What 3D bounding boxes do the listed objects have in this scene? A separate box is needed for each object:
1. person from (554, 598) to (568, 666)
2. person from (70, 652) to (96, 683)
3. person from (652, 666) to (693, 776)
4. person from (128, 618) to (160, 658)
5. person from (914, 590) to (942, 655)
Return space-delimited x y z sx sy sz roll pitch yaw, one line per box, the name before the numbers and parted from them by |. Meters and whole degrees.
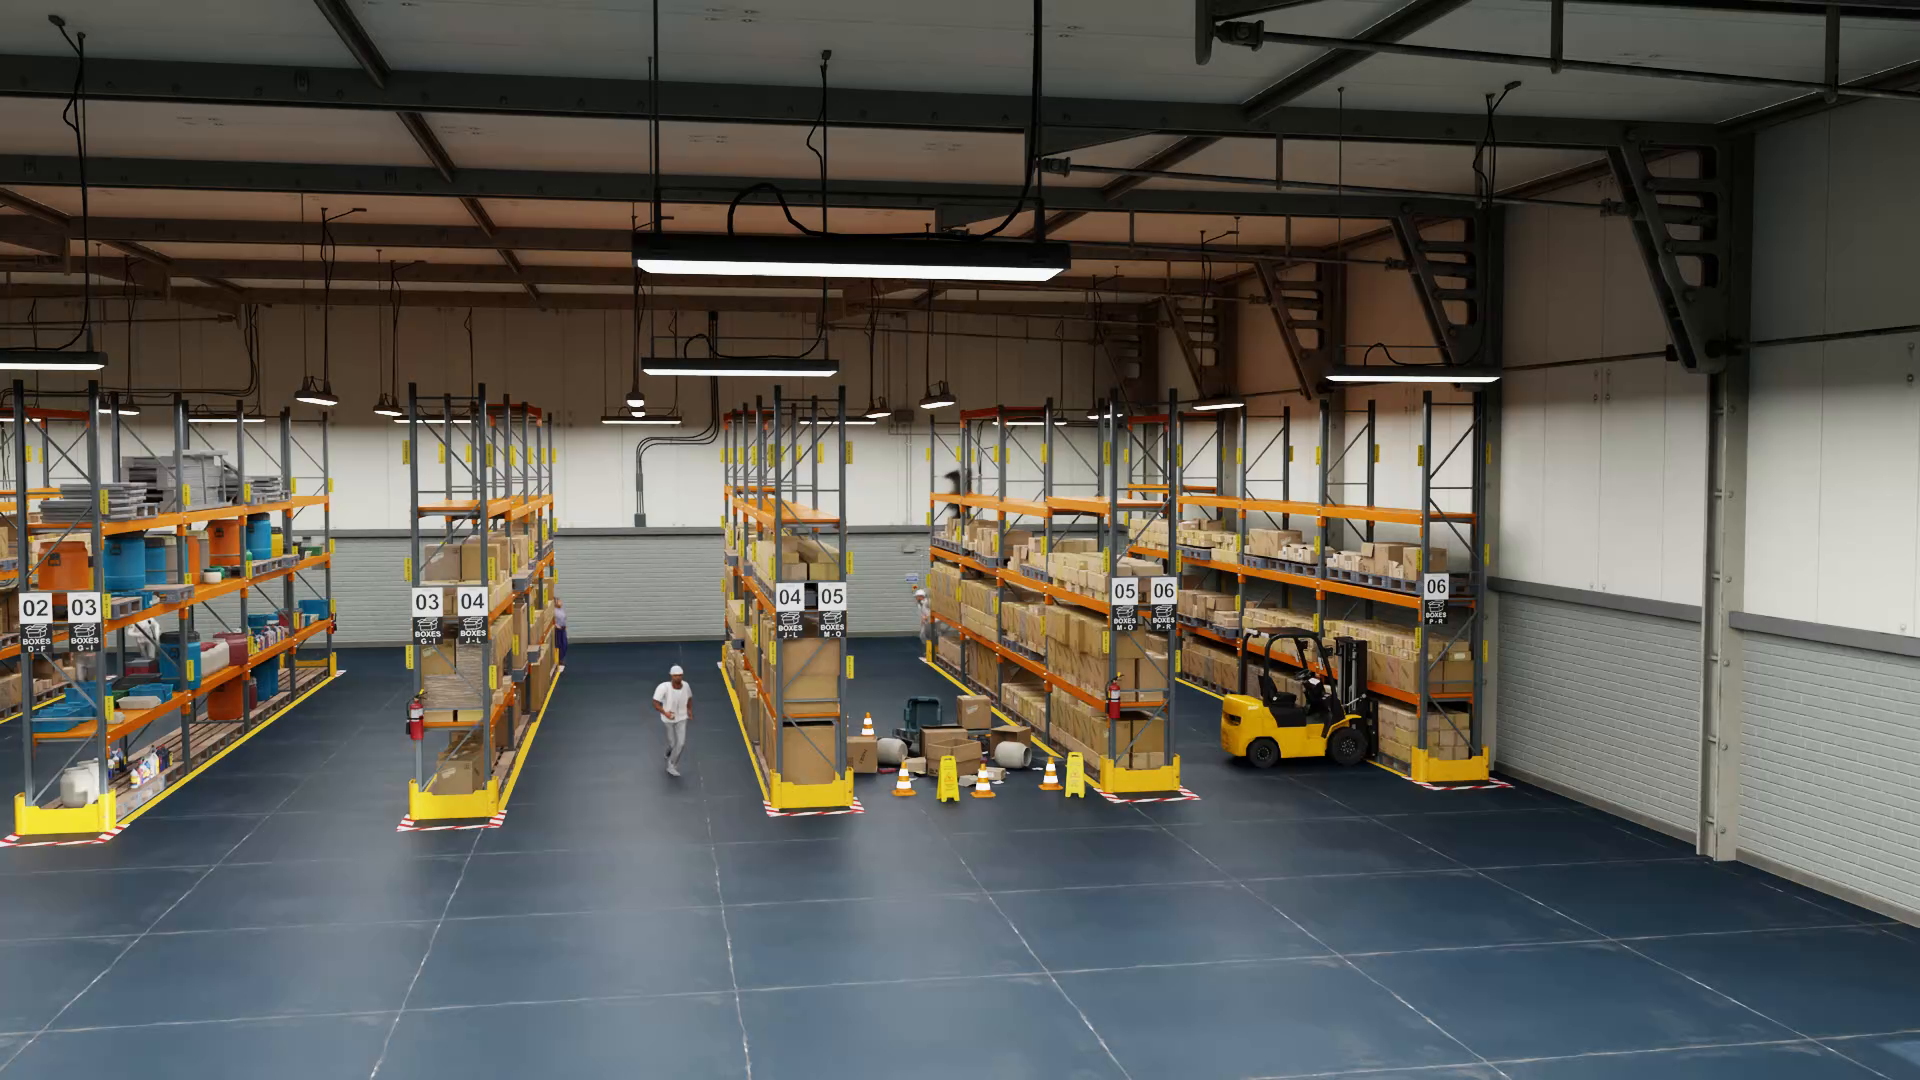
person | -9.650 2.188 39.789 0.658 1.626 0.626 1 3 26
person | -17.379 2.537 33.047 0.571 1.598 0.869 -1 3 -19
person | -4.540 2.822 26.210 0.685 1.722 0.693 -1 3 -26
person | -18.081 2.294 36.850 0.616 1.707 0.909 -1 3 -23
person | -0.728 2.083 41.948 0.716 1.676 0.828 3 4 44
